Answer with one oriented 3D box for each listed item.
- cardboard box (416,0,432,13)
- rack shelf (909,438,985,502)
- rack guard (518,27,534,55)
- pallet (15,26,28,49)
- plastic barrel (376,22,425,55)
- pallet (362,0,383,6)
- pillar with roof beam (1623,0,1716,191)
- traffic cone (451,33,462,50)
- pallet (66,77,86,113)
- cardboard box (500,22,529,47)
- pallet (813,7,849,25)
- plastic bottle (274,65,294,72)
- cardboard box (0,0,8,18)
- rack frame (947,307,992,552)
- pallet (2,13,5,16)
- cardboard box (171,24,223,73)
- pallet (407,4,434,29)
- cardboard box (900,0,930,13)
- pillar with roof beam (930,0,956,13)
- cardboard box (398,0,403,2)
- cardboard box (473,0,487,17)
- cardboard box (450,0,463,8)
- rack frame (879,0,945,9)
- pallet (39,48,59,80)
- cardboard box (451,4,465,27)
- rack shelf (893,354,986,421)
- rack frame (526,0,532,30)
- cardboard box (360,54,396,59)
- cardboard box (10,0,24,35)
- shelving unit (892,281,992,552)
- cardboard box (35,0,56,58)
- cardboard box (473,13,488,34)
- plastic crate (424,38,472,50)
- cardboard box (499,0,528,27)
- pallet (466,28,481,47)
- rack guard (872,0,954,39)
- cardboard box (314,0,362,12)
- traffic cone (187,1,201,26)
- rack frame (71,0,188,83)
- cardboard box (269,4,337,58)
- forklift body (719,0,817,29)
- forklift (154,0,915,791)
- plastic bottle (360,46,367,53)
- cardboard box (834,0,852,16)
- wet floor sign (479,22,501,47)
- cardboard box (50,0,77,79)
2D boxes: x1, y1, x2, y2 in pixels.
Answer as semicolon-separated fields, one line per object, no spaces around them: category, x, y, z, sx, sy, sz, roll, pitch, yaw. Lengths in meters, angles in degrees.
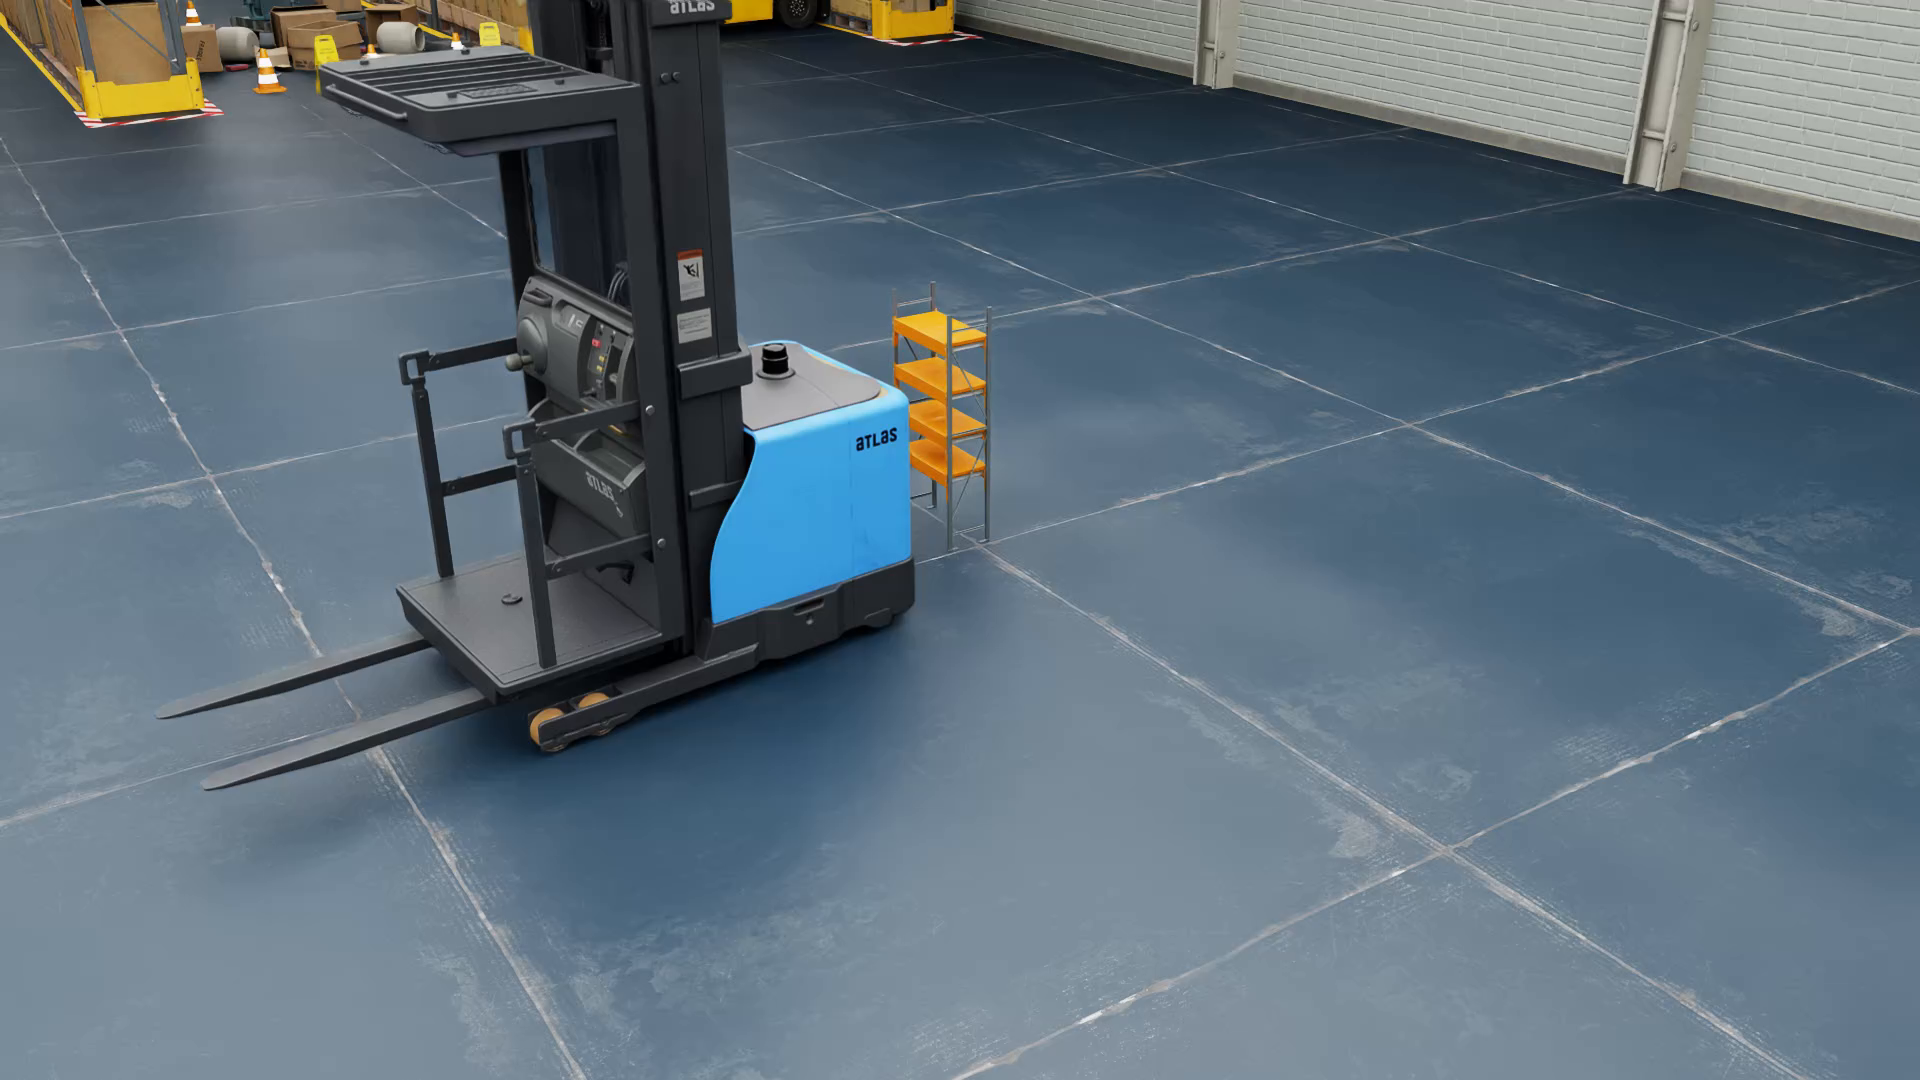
cardboard box;-7.291;-7.866;23.985;0.950;0.372;0.625;-15;29;-29
rack shelf;-0.090;-0.361;8.233;0.258;0.148;0.480;-16;29;-30
rack guard;-4.860;-6.143;20.678;1.175;0.500;0.348;-16;29;-30
pallet;-12.249;-6.922;22.665;1.003;0.211;1.213;-16;29;-30
plastic barrel;-7.215;-6.467;21.454;0.512;0.421;0.421;3;25;6
pallet;-8.760;-8.567;26.150;1.003;0.211;1.213;-16;29;-30
pillar with roof beam;2.657;-6.281;11.014;9.100;9.000;0.400;-16;29;-30
traffic cone;-6.134;-5.952;20.317;0.336;0.463;0.334;-16;29;-30
pallet;-9.413;-5.064;18.729;1.003;0.211;1.213;-16;29;-30
cardboard box;-5.498;-6.428;21.082;0.500;0.250;0.500;-16;29;-30
pallet;-1.776;-7.843;24.617;1.003;0.211;1.213;-16;29;-30
plastic bottle;-8.352;-5.818;20.502;0.283;0.061;0.133;18;31;33
cardboard box;-13.021;-7.852;23.513;1.050;0.750;0.750;-16;30;-30
rack frame;0.043;-0.515;7.934;0.240;1.200;0.015;-16;29;-30
pallet;-13.703;-7.937;24.816;1.003;0.211;1.213;-16;29;-30
cardboard box;-9.387;-6.042;20.461;0.500;0.500;0.500;-10;27;-21
pallet;-7.428;-7.694;24.302;1.003;0.211;1.213;-16;29;-30
cardboard box;-0.766;-7.572;23.506;0.500;0.250;0.500;-15;29;-29
pillar with roof beam;-3.894;-10.573;20.106;9.100;9.000;0.400;-16;29;-30
cardboard box;-8.067;-8.370;25.054;0.950;0.372;0.625;-14;29;-28
cardboard box;-6.032;-7.126;21.682;0.500;0.500;0.500;-16;30;-31
cardboard box;-6.604;-7.500;22.474;0.500;0.500;0.500;-14;29;-28
rack frame;-0.662;-8.405;22.540;1.000;3.000;0.127;-16;29;-30
pallet;-10.745;-5.936;20.578;1.003;0.211;1.213;-16;29;-30
cardboard box;-6.606;-7.161;22.635;0.500;0.250;0.500;-14;29;-27
rack shelf;-0.090;-0.743;8.053;0.258;0.148;0.480;-16;29;-30
rack frame;-4.819;-7.247;20.087;1.000;3.000;0.127;-16;29;-30
cardboard box;-7.226;-5.955;20.691;0.380;0.149;0.250;-1;25;-3
cardboard box;-12.032;-7.207;22.146;1.050;0.750;0.750;-16;29;-30
shelving unit;-0.090;-0.602;8.119;0.258;1.200;0.503;-16;29;-30
cardboard box;-10.810;-6.475;20.450;0.875;0.875;0.875;-15;29;-29
cardboard box;-6.052;-6.792;21.854;0.500;0.250;0.500;-17;30;-31
plastic crate;-6.832;-6.604;22.146;0.583;0.080;0.402;18;31;33
cardboard box;-5.474;-6.758;20.902;0.500;0.500;0.500;-15;29;-29
pallet;-5.936;-6.747;22.296;1.003;0.211;1.213;-16;29;-30
rack guard;-0.649;-7.266;23.055;1.175;0.500;0.348;-16;29;-30
cardboard box;-8.477;-7.464;22.588;0.500;0.500;0.500;-16;29;-30
traffic cone;-10.561;-7.172;22.900;0.336;0.463;0.334;-16;29;-30
rack frame;-8.911;-6.057;17.566;1.000;3.000;0.127;-16;29;-30
cardboard box;-8.416;-6.550;21.376;0.797;0.637;0.503;-16;29;-30
forklift body;-3.226;-8.274;23.257;2.313;2.155;1.214;-16;29;-30
forklift;-1.676;-0.753;6.411;3.031;2.935;1.130;-18;31;-34
plastic bottle;-7.869;-6.450;21.841;0.133;0.061;0.283;-10;27;-21
cardboard box;-1.447;-7.626;23.619;0.500;0.250;0.500;-16;29;-30
wet floor sign;-5.611;-5.865;19.917;0.267;0.644;0.232;-6;26;-12
cardboard box;-9.818;-5.827;19.077;0.875;0.875;0.875;-16;30;-30
